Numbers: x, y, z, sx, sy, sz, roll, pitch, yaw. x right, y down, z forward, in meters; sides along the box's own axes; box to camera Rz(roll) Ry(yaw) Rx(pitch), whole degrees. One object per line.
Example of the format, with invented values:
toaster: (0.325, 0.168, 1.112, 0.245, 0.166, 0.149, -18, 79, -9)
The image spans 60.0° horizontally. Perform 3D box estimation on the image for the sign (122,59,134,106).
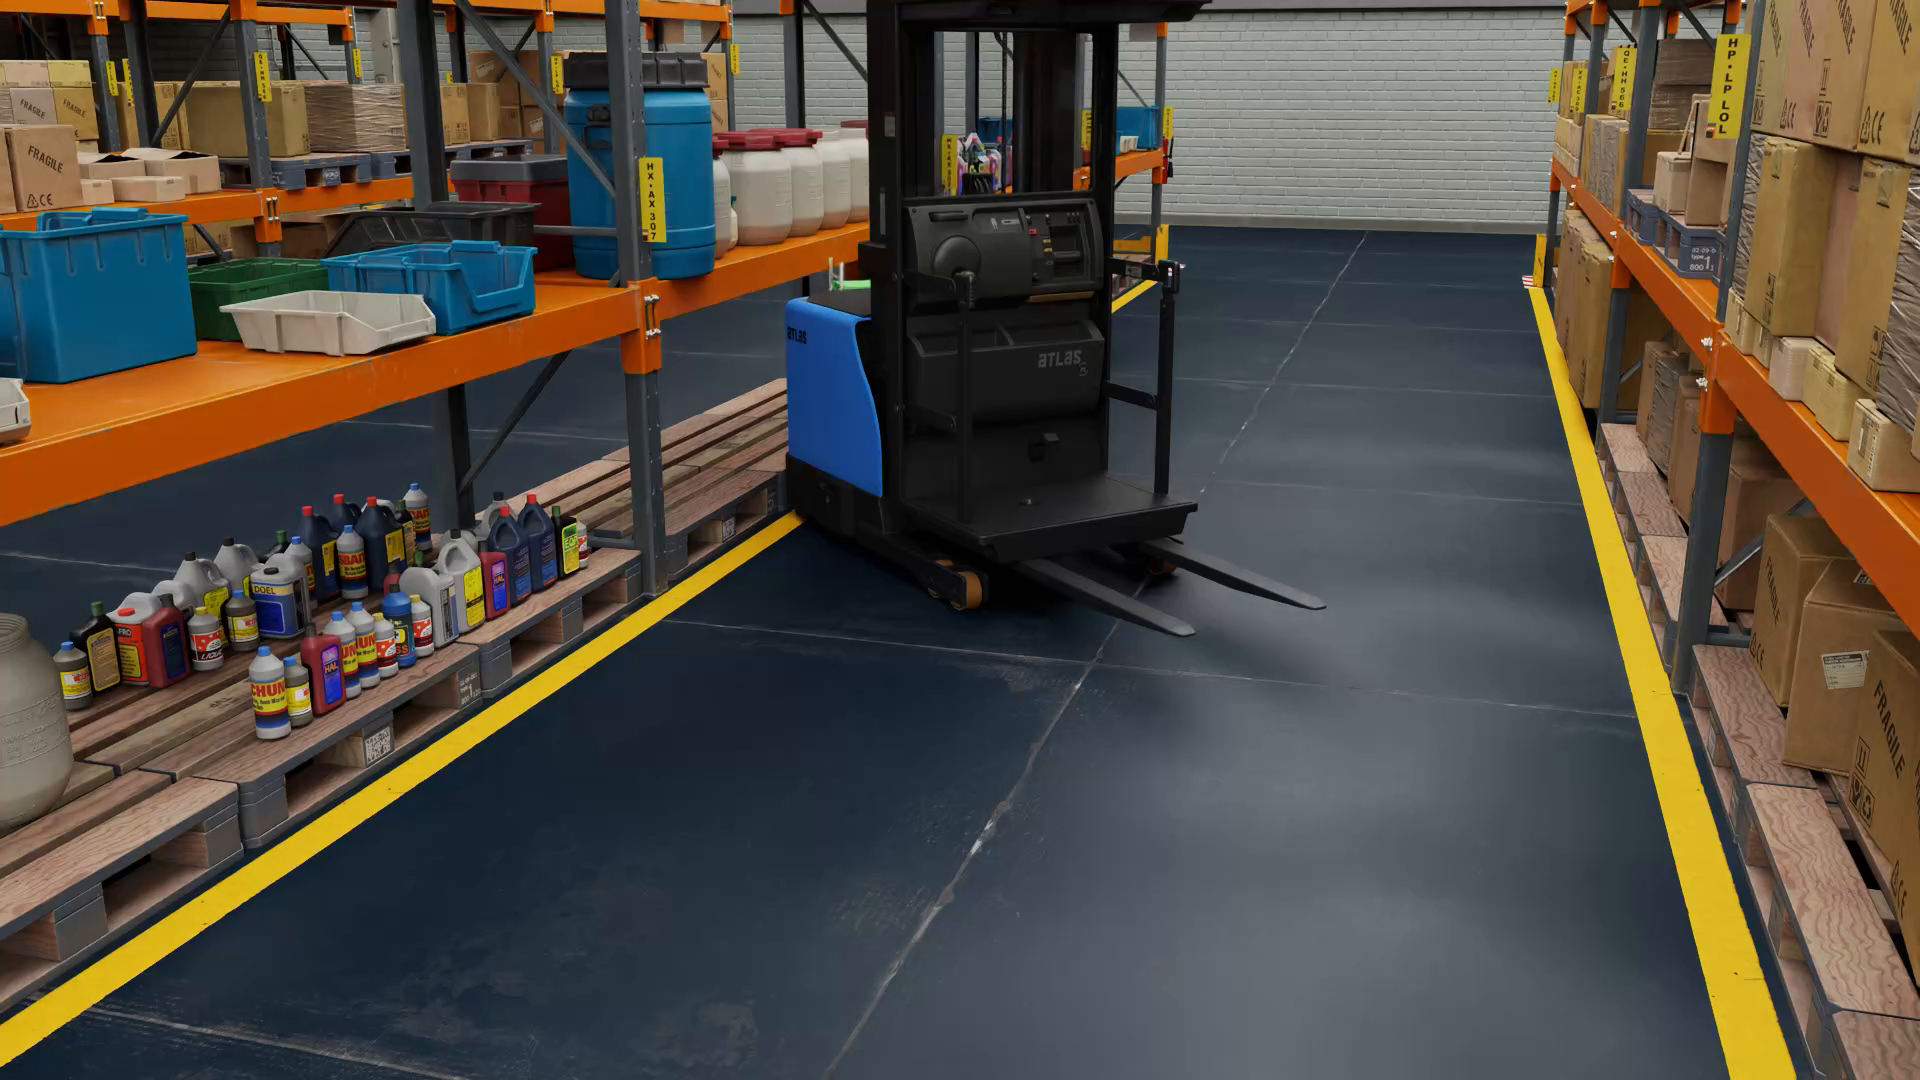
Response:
sign: (-5.867, -3.239, 11.776, 0.100, 0.325, 0.005, 5, 16, 16)

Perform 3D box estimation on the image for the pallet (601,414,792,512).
pallet: (-1.202, -0.436, 8.981, 1.003, 0.211, 1.213, 5, 16, 16)

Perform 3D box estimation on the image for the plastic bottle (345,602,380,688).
plastic bottle: (-1.930, 0.332, 5.355, 0.097, 0.271, 0.097, 0, 16, 0)

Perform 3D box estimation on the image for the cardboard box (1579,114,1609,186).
cardboard box: (4.919, -2.905, 12.392, 0.500, 0.500, 0.500, 5, 16, 16)

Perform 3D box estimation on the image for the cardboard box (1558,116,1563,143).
cardboard box: (5.889, -3.834, 15.580, 0.500, 0.250, 0.500, 4, 16, 15)

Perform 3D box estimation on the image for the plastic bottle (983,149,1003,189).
plastic bottle: (0.231, -2.687, 12.033, 0.152, 0.276, 0.135, 5, 16, 16)

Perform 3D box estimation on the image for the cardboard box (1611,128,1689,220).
cardboard box: (4.055, -2.108, 9.581, 0.500, 0.500, 0.500, 5, 17, 18)

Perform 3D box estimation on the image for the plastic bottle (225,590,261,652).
plastic bottle: (-2.460, 0.272, 5.697, 0.097, 0.201, 0.097, 0, 16, 0)

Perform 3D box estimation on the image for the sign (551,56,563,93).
sign: (-3.675, -4.242, 15.167, 0.100, 0.325, 0.005, 5, 16, 16)

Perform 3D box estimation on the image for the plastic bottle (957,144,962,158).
plastic bottle: (-0.074, -2.937, 12.914, 0.152, 0.276, 0.135, 5, 16, 16)

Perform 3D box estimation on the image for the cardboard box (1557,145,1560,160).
cardboard box: (5.792, -3.614, 15.534, 0.380, 0.149, 0.250, 4, 16, 15)

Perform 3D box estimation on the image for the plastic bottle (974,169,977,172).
plastic bottle: (0.065, -2.472, 11.413, 0.097, 0.201, 0.097, 0, 16, 0)

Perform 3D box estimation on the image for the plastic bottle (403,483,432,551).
plastic bottle: (-2.244, -0.099, 6.874, 0.097, 0.271, 0.097, 0, 16, 0)

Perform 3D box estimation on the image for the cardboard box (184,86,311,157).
cardboard box: (-5.274, -3.104, 12.324, 0.700, 0.500, 0.500, -1, 16, -3)

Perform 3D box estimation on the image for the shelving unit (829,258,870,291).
shelving unit: (-0.398, -0.858, 8.651, 0.503, 1.200, 0.258, -5, 17, -18)

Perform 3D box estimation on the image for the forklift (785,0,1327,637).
forklift: (0.313, -1.262, 6.908, 1.130, 2.935, 3.031, -9, 18, -29)

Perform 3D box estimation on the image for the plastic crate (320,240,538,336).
plastic crate: (-1.787, -0.867, 5.662, 0.499, 0.251, 0.616, 5, 16, 16)

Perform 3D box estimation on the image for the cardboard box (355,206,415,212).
cardboard box: (-4.863, -2.728, 14.350, 0.500, 0.250, 0.500, 5, 16, 16)

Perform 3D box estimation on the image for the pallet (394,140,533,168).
pallet: (-4.540, -3.434, 14.792, 1.003, 0.211, 1.213, 5, 16, 16)

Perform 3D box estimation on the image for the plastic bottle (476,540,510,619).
plastic bottle: (-1.701, 0.133, 6.035, 0.061, 0.283, 0.133, 6, 17, 20)

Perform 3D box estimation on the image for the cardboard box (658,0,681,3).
cardboard box: (-3.246, -5.728, 17.305, 0.500, 0.250, 0.500, 5, 16, 16)

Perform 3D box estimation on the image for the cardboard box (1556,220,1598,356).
cardboard box: (4.873, -1.735, 11.574, 1.225, 0.875, 0.875, 4, 16, 14)

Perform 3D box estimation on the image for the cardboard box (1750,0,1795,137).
cardboard box: (2.644, -1.439, 4.846, 0.500, 0.500, 0.500, 5, 16, 16)

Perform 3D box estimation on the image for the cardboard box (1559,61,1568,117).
cardboard box: (5.888, -4.201, 15.498, 0.500, 0.500, 0.500, 4, 16, 15)

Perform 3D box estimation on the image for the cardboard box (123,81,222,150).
cardboard box: (-8.576, -4.586, 17.951, 0.980, 0.700, 0.700, 4, 16, 14)

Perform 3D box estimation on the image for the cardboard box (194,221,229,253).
cardboard box: (-8.502, -3.429, 18.232, 0.700, 0.500, 0.500, 4, 16, 15)

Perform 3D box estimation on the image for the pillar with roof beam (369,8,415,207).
pillar with roof beam: (-3.756, -8.483, 21.245, 9.100, 9.000, 0.400, 5, 16, 16)

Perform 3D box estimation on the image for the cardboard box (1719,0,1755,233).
cardboard box: (3.376, -1.553, 5.938, 1.000, 1.000, 1.000, 5, 17, 16)

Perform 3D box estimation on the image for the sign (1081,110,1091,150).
sign: (1.067, -3.432, 13.925, 0.100, 0.325, 0.005, 5, 16, 16)

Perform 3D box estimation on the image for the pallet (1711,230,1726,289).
pallet: (3.372, -0.961, 6.074, 1.003, 0.211, 1.213, 5, 16, 16)

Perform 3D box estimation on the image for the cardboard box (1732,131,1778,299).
cardboard box: (2.828, -0.943, 4.930, 0.875, 0.500, 0.500, 5, 16, 16)

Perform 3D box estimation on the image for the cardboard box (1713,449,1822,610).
cardboard box: (3.211, -0.033, 6.224, 0.700, 0.500, 0.500, 3, 16, 12)

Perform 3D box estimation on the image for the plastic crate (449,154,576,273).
plastic crate: (-1.889, -1.430, 7.258, 0.402, 0.464, 0.583, 5, 16, 16)

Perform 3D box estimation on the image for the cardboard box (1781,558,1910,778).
cardboard box: (2.708, 0.387, 4.778, 0.500, 0.500, 0.500, 11, 19, 33)

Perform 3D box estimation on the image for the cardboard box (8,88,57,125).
cardboard box: (-8.983, -4.037, 15.799, 0.500, 0.500, 0.500, 5, 17, 16)

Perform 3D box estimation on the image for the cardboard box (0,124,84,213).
cardboard box: (-5.806, -2.289, 10.218, 0.500, 0.500, 0.500, 4, 16, 13)

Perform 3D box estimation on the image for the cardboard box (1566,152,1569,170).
cardboard box: (5.354, -3.212, 14.116, 0.380, 0.149, 0.250, 5, 17, 17)

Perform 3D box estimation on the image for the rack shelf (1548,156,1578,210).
rack shelf: (5.857, -3.135, 14.704, 1.077, 0.370, 4.000, 5, 16, 16)

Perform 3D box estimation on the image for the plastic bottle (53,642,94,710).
plastic bottle: (-2.768, 0.417, 5.182, 0.097, 0.201, 0.097, 0, 16, 0)

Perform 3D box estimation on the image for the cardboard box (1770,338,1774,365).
cardboard box: (2.476, -0.513, 4.602, 0.380, 0.149, 0.250, 5, 16, 16)

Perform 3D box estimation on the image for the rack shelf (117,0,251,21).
rack shelf: (-5.913, -3.254, 9.628, 1.077, 0.370, 4.000, 5, 16, 16)

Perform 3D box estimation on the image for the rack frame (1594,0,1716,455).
rack frame: (4.152, -1.912, 9.072, 1.000, 3.000, 0.127, 5, 16, 16)

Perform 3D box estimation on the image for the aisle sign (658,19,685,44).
aisle sign: (-3.333, -6.065, 18.951, 0.394, 0.787, 0.004, 5, 16, 16)

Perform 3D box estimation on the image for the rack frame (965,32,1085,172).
rack frame: (0.540, -3.342, 14.115, 1.000, 3.000, 0.127, 5, 16, 16)

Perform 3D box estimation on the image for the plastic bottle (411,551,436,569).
plastic bottle: (-1.892, 0.170, 5.903, 0.061, 0.283, 0.133, 5, 16, 16)

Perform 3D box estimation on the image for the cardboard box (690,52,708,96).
cardboard box: (-3.077, -5.033, 18.061, 0.500, 0.500, 0.500, 5, 17, 17)

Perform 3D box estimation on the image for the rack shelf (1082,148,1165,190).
rack shelf: (1.109, -3.519, 16.058, 1.077, 0.370, 4.000, 5, 16, 16)

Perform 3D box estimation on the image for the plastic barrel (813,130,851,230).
plastic barrel: (-0.804, -1.954, 9.015, 0.421, 0.512, 0.421, 0, 16, 0)

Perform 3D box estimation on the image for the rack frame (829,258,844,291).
rack frame: (-0.629, -0.837, 8.578, 0.015, 1.200, 0.240, -5, 17, -18)

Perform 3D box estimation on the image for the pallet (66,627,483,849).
pallet: (-2.309, 0.585, 5.380, 1.003, 0.211, 1.213, 5, 16, 16)

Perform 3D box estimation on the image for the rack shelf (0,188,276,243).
rack shelf: (-5.913, -1.811, 10.037, 1.077, 0.370, 4.000, 5, 16, 16)

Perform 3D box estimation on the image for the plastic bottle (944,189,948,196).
plastic bottle: (-0.164, -2.324, 10.754, 0.152, 0.276, 0.135, 5, 16, 16)
